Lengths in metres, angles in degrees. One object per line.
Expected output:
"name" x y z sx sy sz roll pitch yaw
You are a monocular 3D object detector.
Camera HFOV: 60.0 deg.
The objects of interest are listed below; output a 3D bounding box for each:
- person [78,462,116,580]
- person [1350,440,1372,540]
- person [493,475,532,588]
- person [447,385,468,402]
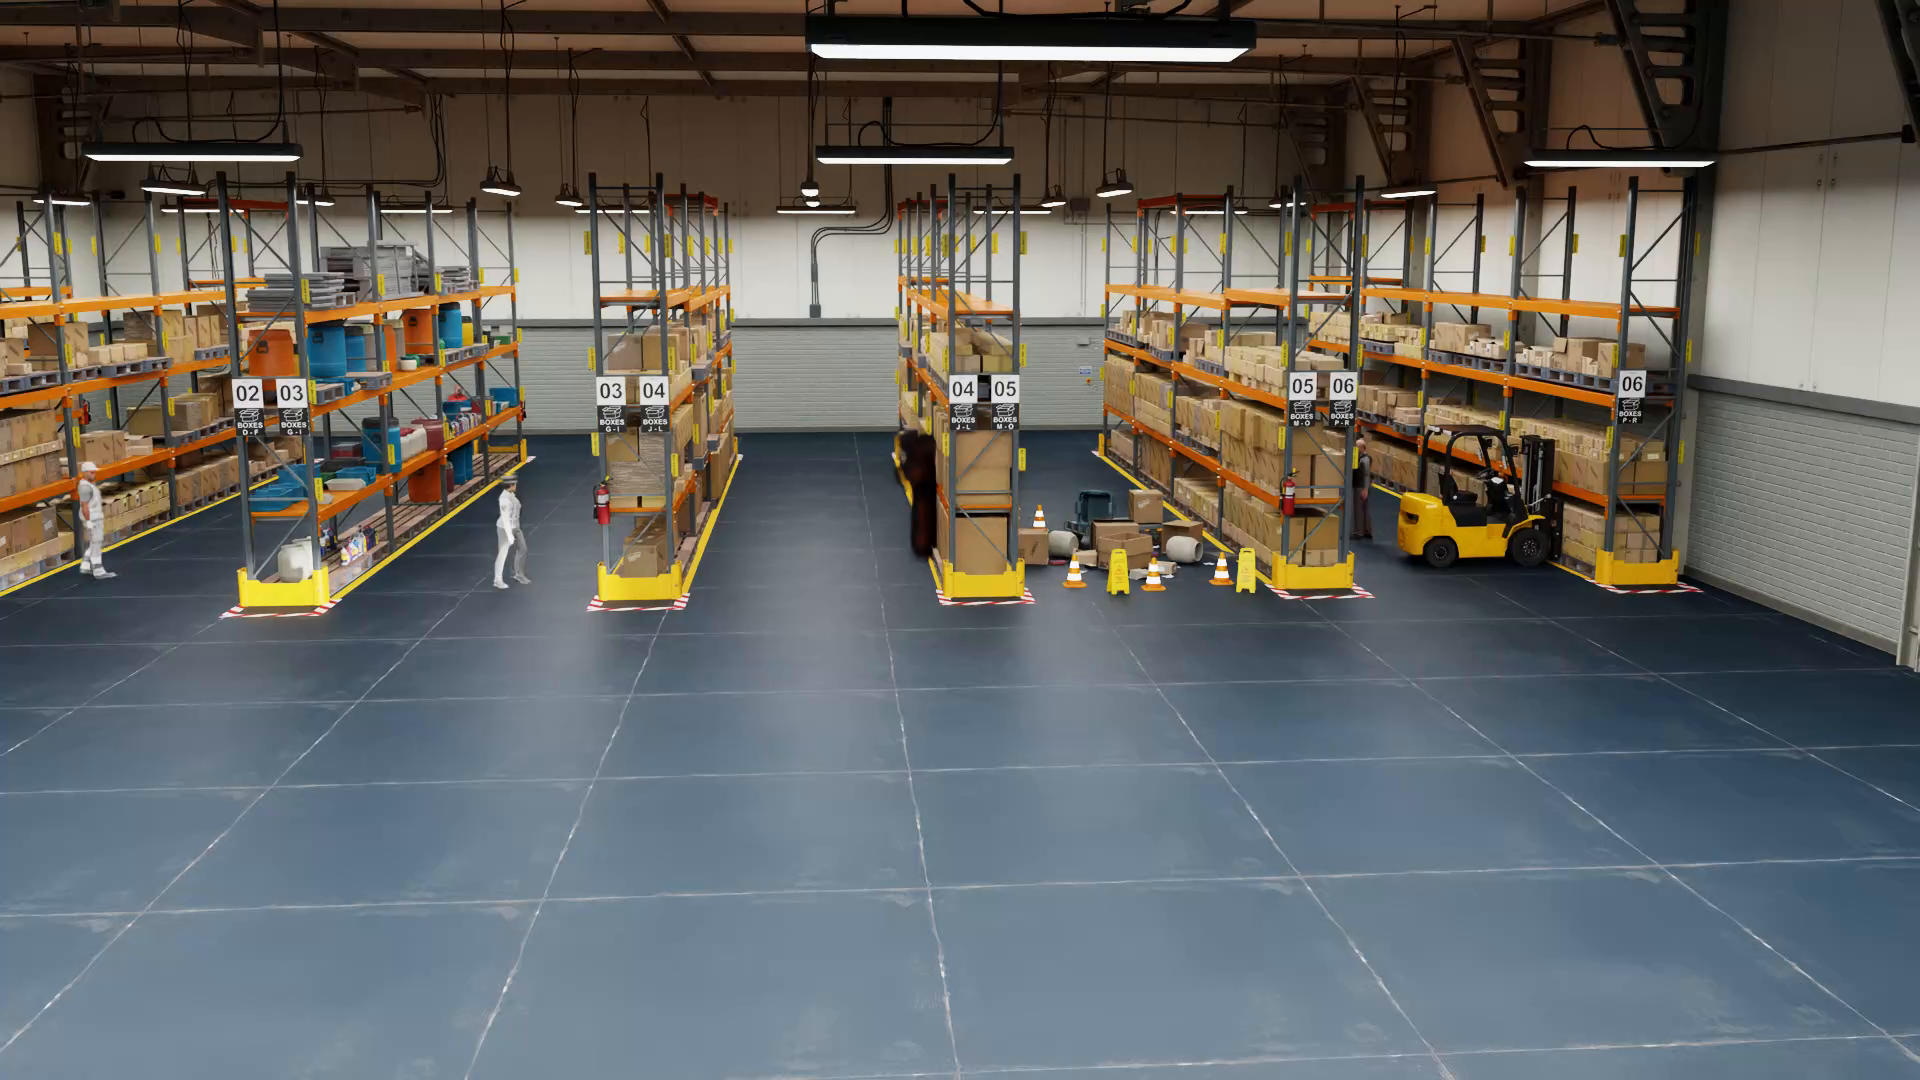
"person" -13.156 -0.298 25.229 0.475 1.796 0.537 -9 13 -40
"person" 6.942 -0.882 28.773 0.408 1.726 0.551 5 11 25
"person" -6.701 -0.126 24.710 0.421 1.704 0.601 2 10 9
"person" -12.104 -2.846 40.041 0.608 1.779 0.434 -2 10 -9
